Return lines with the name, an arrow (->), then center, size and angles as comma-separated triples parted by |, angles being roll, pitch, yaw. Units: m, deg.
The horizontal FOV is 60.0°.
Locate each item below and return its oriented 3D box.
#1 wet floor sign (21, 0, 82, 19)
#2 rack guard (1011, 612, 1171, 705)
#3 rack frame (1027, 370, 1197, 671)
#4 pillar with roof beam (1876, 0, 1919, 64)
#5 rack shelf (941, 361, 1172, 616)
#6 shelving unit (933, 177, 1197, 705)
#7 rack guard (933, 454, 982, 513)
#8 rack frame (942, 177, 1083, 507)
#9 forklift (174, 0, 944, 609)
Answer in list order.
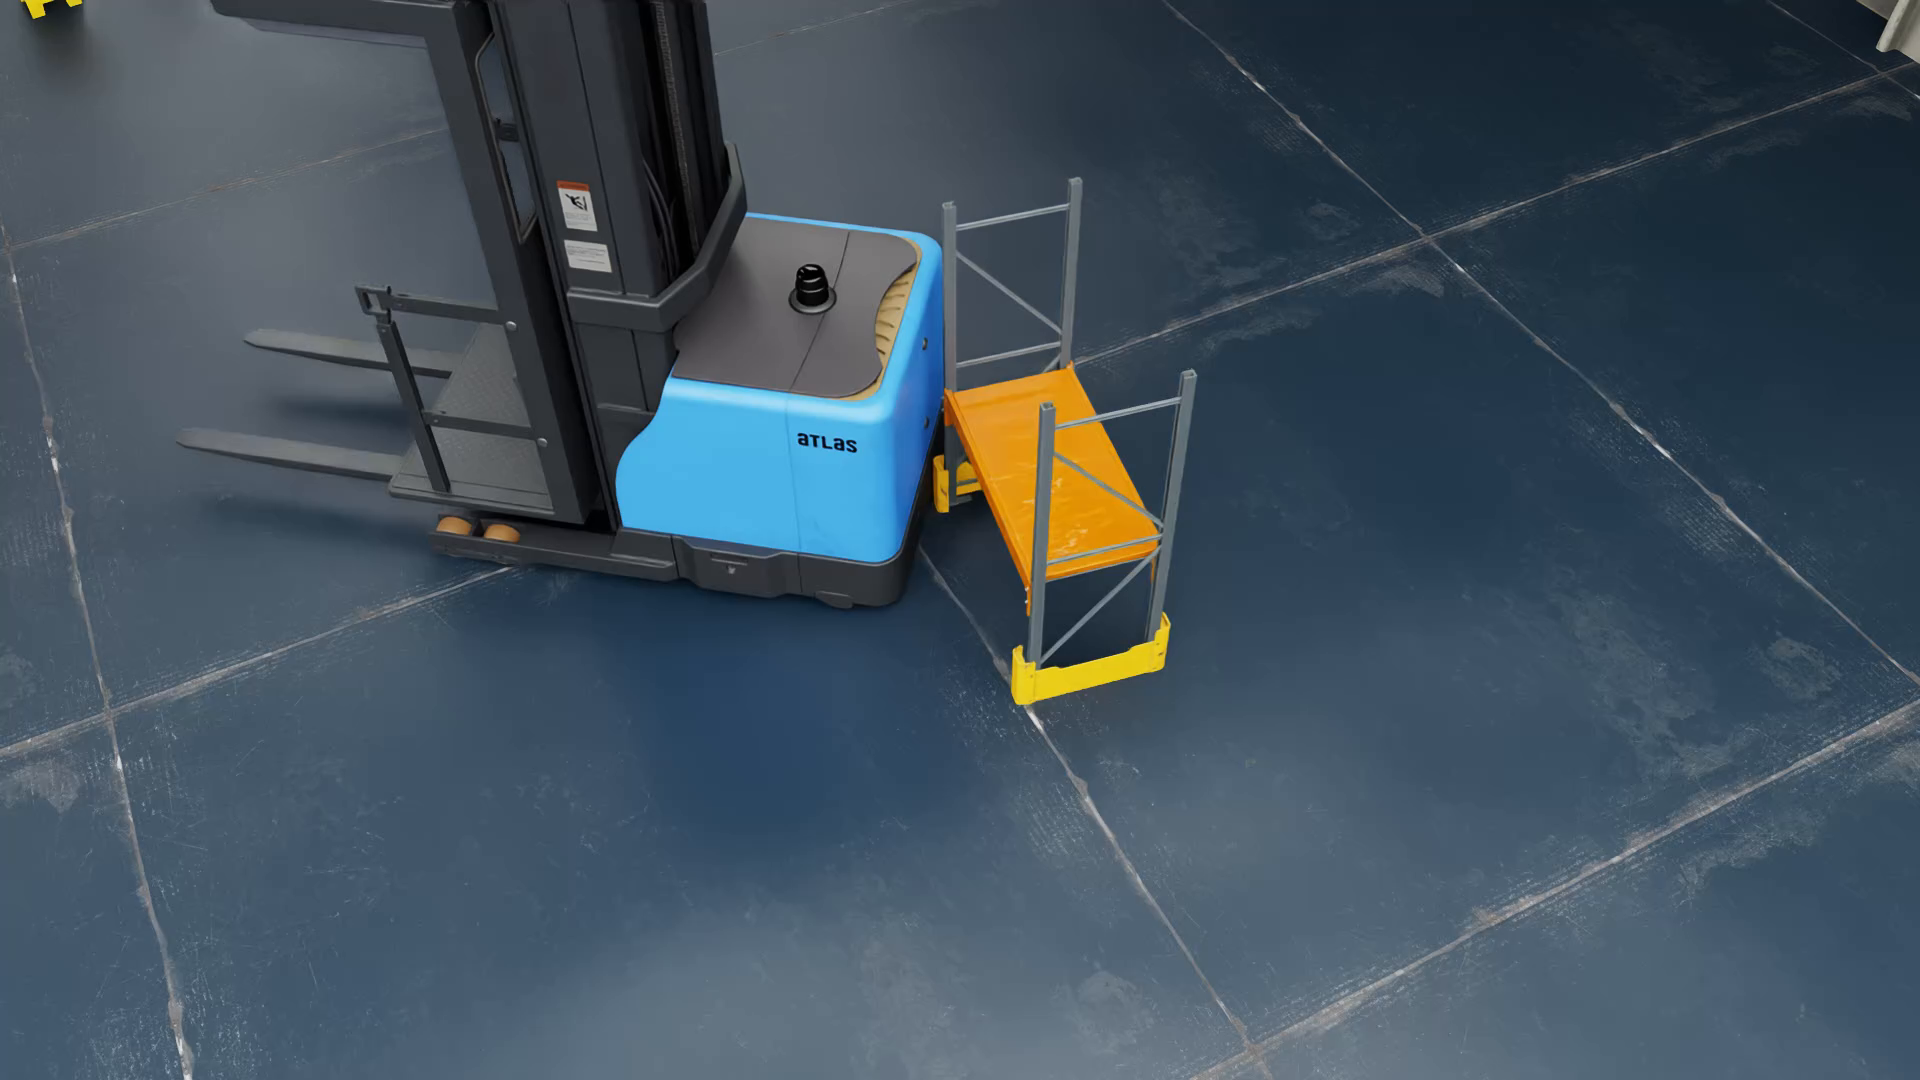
wet floor sign -> -5.060, -3.207, 9.019 | 0.267, 0.644, 0.232 | -30, 55, -23
rack guard -> 0.478, 0.434, 6.097 | 0.587, 0.250, 0.087 | -13, 50, -11
rack frame -> -3.360, -5.609, 10.353 | 3.443, 1.800, 16.391 | -13, 50, -11
pillar with roof beam -> 1.334, -4.058, 4.213 | 9.100, 9.000, 0.400 | -21, 52, -18
rack shelf -> 0.332, -0.210, 6.069 | 0.538, 0.185, 1.000 | -13, 50, -11
shelving unit -> -3.338, -5.611, 10.354 | 3.486, 1.800, 16.400 | -13, 50, -11
rack guard -> 0.181, -0.282, 6.723 | 0.587, 0.250, 0.087 | -13, 50, -11
rack frame -> 0.180, -0.694, 6.253 | 0.500, 1.500, 0.032 | -13, 50, -11
forklift -> -1.620, -1.252, 5.791 | 3.031, 2.935, 1.130 | 8, 49, 7
